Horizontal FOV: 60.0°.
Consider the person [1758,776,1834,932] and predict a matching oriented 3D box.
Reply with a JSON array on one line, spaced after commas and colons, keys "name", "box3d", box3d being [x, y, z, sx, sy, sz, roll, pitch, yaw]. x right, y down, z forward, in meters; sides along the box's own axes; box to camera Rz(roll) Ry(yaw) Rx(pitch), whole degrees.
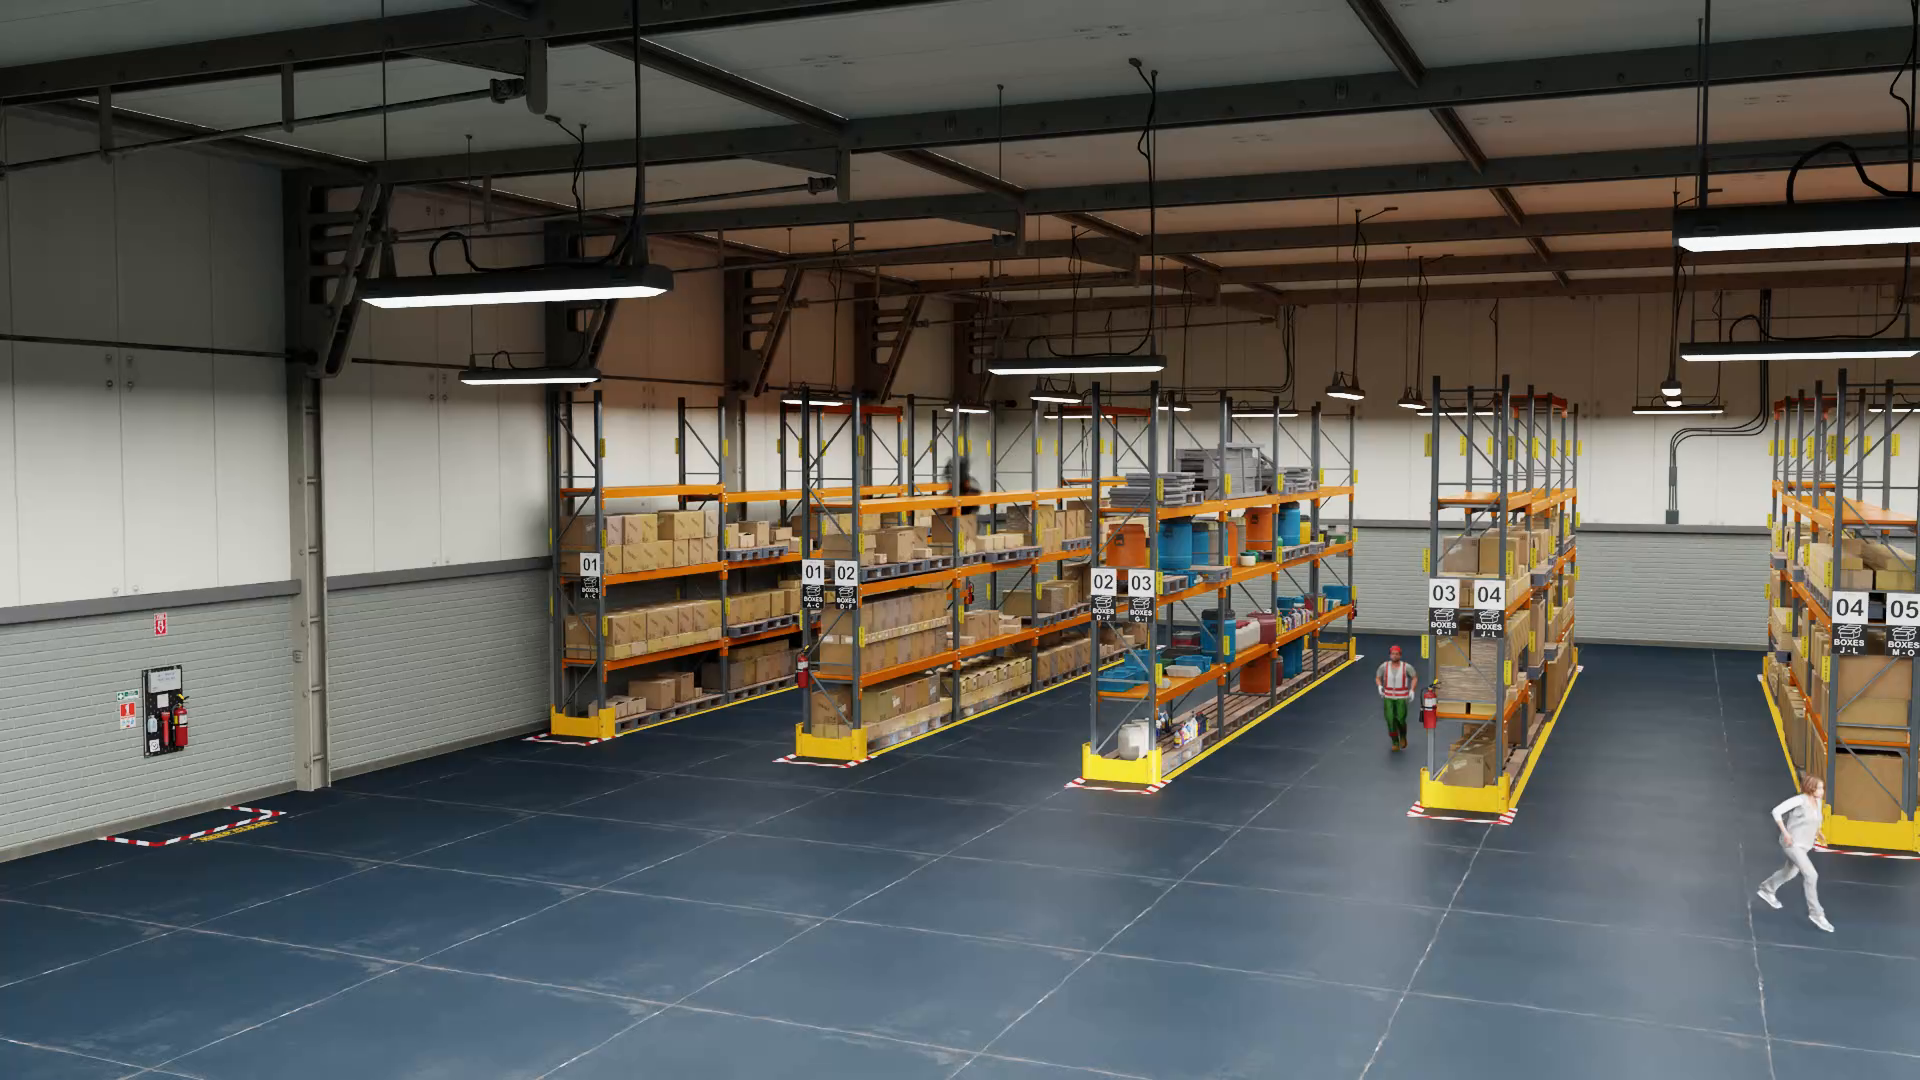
[{"name": "person", "box3d": [8.821, 3.243, 17.570, 0.565, 1.580, 0.913, -2, 4, -27]}]

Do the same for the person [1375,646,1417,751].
[{"name": "person", "box3d": [7.155, 2.610, 27.387, 0.661, 1.746, 0.572, 1, 3, 24]}]
